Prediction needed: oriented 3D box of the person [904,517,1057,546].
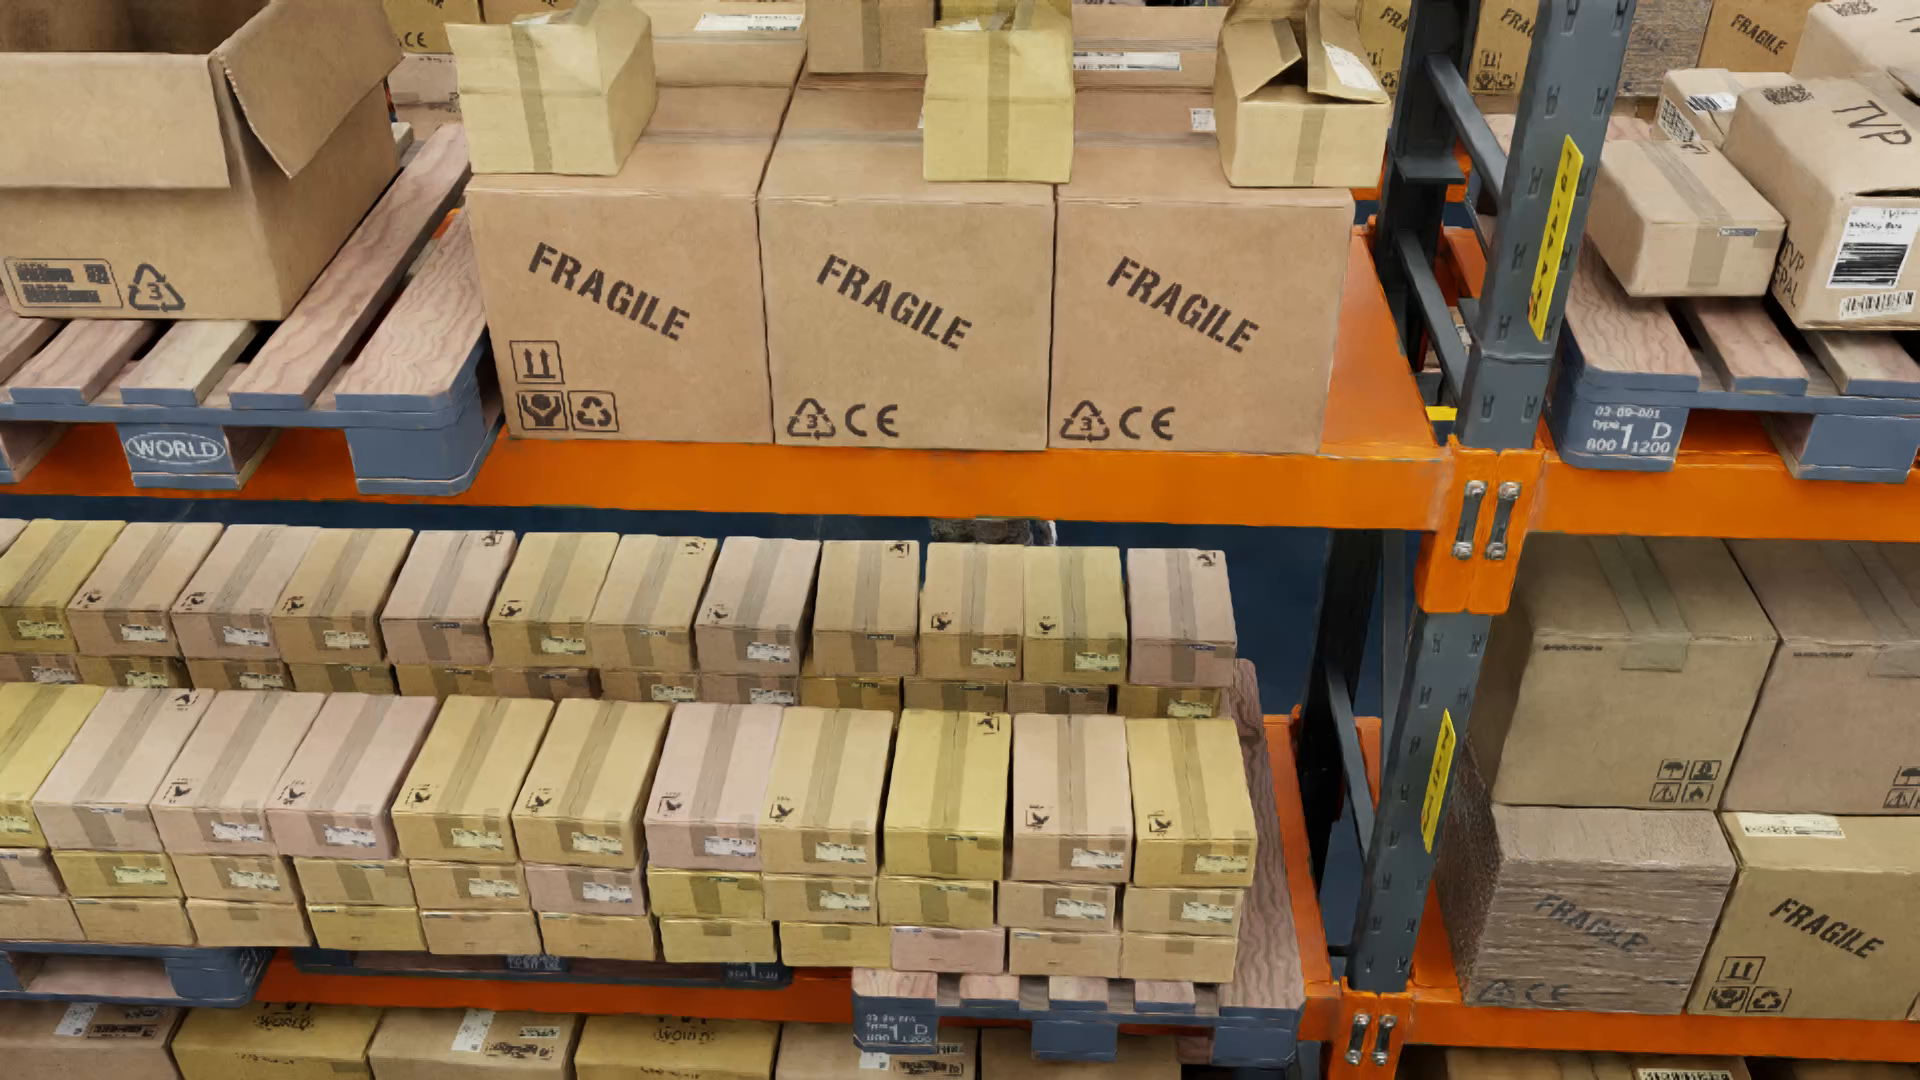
[{"bbox_3d":[0.073,-0.150,6.301,0.660,1.758,0.470,11,37,15],"label":"person"}]
